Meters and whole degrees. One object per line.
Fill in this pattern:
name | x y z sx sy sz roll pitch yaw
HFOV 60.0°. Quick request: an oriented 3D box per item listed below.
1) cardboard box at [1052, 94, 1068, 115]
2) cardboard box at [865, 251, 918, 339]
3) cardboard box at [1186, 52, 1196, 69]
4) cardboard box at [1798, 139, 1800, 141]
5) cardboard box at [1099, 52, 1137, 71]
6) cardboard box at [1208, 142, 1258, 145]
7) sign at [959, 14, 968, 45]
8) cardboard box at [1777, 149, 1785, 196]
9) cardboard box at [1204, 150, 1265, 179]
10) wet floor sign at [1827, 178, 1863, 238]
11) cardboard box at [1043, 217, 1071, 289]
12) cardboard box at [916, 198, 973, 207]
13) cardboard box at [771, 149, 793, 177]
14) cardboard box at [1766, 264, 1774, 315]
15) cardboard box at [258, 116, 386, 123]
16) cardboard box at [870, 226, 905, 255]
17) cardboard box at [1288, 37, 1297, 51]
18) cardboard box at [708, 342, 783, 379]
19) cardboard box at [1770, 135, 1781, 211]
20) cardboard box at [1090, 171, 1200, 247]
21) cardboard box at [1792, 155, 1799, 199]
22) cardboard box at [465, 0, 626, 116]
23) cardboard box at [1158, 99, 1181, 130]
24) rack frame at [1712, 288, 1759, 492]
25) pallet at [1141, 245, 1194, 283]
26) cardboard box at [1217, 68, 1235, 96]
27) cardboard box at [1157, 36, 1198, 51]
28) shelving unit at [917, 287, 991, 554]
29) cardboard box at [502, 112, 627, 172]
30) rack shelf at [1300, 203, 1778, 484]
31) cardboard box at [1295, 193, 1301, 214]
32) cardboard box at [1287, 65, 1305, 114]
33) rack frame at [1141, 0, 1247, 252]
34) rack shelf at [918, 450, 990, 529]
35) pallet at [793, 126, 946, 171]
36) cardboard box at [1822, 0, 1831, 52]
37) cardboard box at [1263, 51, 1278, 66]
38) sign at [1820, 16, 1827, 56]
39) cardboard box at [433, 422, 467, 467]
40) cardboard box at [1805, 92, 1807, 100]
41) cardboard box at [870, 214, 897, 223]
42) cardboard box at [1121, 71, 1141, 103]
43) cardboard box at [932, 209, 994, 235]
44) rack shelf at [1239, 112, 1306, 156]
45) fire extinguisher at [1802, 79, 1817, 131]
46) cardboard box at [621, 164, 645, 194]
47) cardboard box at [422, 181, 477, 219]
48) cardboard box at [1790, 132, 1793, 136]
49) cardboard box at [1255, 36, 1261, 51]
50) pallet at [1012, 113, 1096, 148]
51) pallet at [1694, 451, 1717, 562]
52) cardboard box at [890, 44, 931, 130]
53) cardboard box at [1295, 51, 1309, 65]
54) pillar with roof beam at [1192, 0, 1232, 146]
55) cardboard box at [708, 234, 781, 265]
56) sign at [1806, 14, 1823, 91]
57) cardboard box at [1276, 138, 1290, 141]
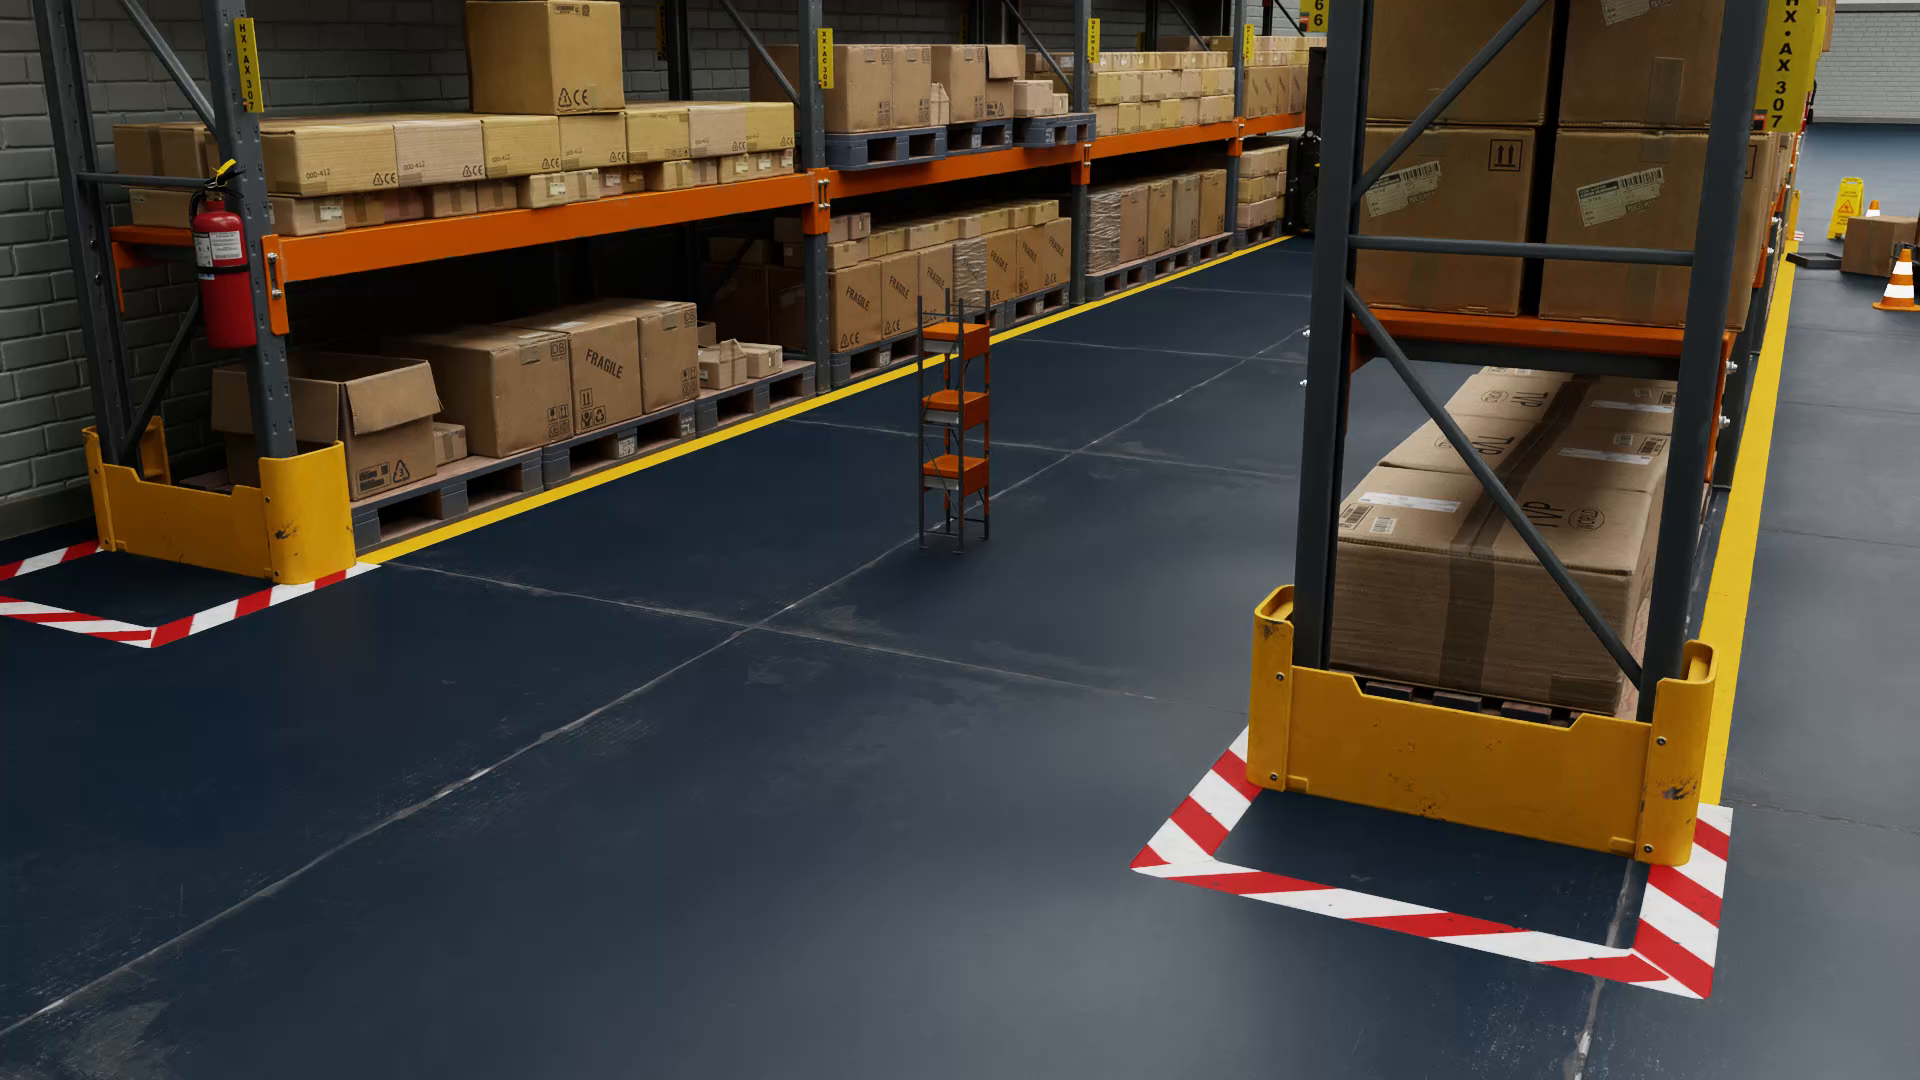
cardboard box | 0.585 -3.258 12.428 0.380 0.149 0.250 8 19 26
cardboard box | -0.606 -1.609 10.825 0.500 0.500 0.500 8 18 25
cardboard box | 1.941 -4.389 15.219 0.380 0.149 0.250 8 18 24
cardboard box | 8.208 -3.951 16.693 0.380 0.149 0.250 8 19 26
cardboard box | 1.257 -4.001 13.911 0.380 0.149 0.250 8 18 26
cardboard box | 3.038 -4.312 18.608 0.500 0.250 0.500 8 18 24
sign | 0.037 -4.018 13.250 0.100 0.325 0.005 8 18 25
cardboard box | 3.853 -1.882 8.356 0.500 0.250 0.500 8 18 24
cardboard box | 2.819 -3.858 17.080 0.500 0.250 0.500 8 18 25
wet floor sign | 9.594 -3.584 17.957 0.232 0.644 0.267 -15 22 -41
cardboard box | 0.539 -2.261 13.021 0.500 0.500 0.500 9 19 27
cardboard box | -0.119 -2.550 12.853 0.380 0.149 0.250 9 19 27
cardboard box | -1.169 -2.140 9.404 0.380 0.149 0.250 8 18 26
cardboard box | 5.239 -1.847 11.851 0.950 0.372 0.625 7 18 22
cardboard box | -2.840 -1.708 7.248 0.500 0.250 0.500 8 18 26
cardboard box | -0.584 -1.964 10.883 0.380 0.149 0.250 8 18 24
cardboard box | 3.458 -5.423 18.176 0.380 0.149 0.250 8 18 26
cardboard box | -1.238 -1.030 9.492 0.380 0.149 0.250 7 18 24
cardboard box | 3.212 -1.641 7.105 0.500 0.500 0.500 8 18 26
cardboard box | 1.746 -3.144 15.774 0.875 0.625 0.625 8 18 25
cardboard box | 8.197 -3.672 16.895 0.500 0.500 0.500 9 19 27
cardboard box | -1.926 -2.249 7.752 0.500 0.500 0.500 9 19 27
cardboard box | 1.639 -3.795 14.795 0.500 0.250 0.500 9 19 27
rack frame | 3.190 -1.744 7.626 1.000 3.000 0.127 8 18 25
pallet | 1.484 -2.571 15.308 1.003 0.211 1.213 8 18 25
cardboard box | 2.332 -4.422 16.030 0.500 0.250 0.500 8 18 24
cardboard box | 2.195 -5.033 16.864 0.380 0.149 0.250 8 18 26
shelving unit | -0.024 -0.490 6.829 0.215 1.050 0.252 8 18 25
cardboard box | -1.938 -1.898 7.888 0.500 0.250 0.500 8 18 24
rack shelf | 2.296 -0.889 6.014 1.077 0.370 4.000 8 18 25
cardboard box | 3.508 -3.767 18.531 0.500 0.250 0.500 9 19 27
cardboard box | 3.441 -4.929 18.175 0.500 0.500 0.500 8 18 26
rack frame | 2.323 -4.412 16.610 1.000 3.000 0.127 8 18 25
rack shelf | -0.024 -0.213 6.911 0.215 0.259 0.240 8 18 25
pallet | -0.797 -2.472 10.415 1.003 0.211 1.213 8 18 25
cardboard box | 7.652 -4.787 15.420 0.700 0.500 0.500 8 18 24
cardboard box | 3.083 -5.008 17.302 0.380 0.149 0.250 9 19 27
sign | 7.263 -4.267 14.088 0.100 0.325 0.005 8 18 25
cardboard box | -2.457 -0.437 7.497 0.380 0.149 0.250 7 18 23
cardboard box | 8.102 -4.563 16.422 0.500 0.500 0.500 8 18 25
cardboard box | -0.665 -2.214 11.725 0.380 0.149 0.250 7 18 23
cardboard box | 1.177 -3.770 13.835 0.500 0.250 0.500 9 19 27
cardboard box | 0.020 -2.289 11.976 0.380 0.149 0.250 8 18 25
rack shelf | 3.216 -4.576 18.428 1.077 0.370 4.000 8 18 25
fire extinguisher | 9.016 -4.734 17.829 0.296 0.674 0.183 8 18 25
cardboard box | -1.806 -1.818 8.320 0.380 0.149 0.250 8 18 26
cardboard box | -2.321 -1.482 7.188 0.380 0.149 0.250 9 19 27
cardboard box | 4.096 -2.249 8.714 0.500 0.250 0.500 8 18 26
cardboard box | 2.872 -5.101 17.093 0.380 0.149 0.250 8 18 24
pallet | 0.295 -3.119 12.596 1.213 0.211 1.003 8 18 25
pallet | 2.780 -0.223 7.405 1.003 0.211 1.213 8 18 25
cardboard box | -0.604 -2.850 10.439 0.700 0.500 0.500 8 18 26
cardboard box | 3.654 -5.336 18.406 0.380 0.149 0.250 8 18 26
pillar with roof beam | 6.844 -7.696 17.131 9.100 9.000 0.400 8 18 25
cardboard box | -1.346 -1.819 10.392 0.380 0.149 0.250 7 18 23
sign | 3.687 -2.126 7.255 0.100 0.325 0.005 8 18 25
cardboard box | 3.960 -4.505 19.261 0.500 0.250 0.500 8 19 26
